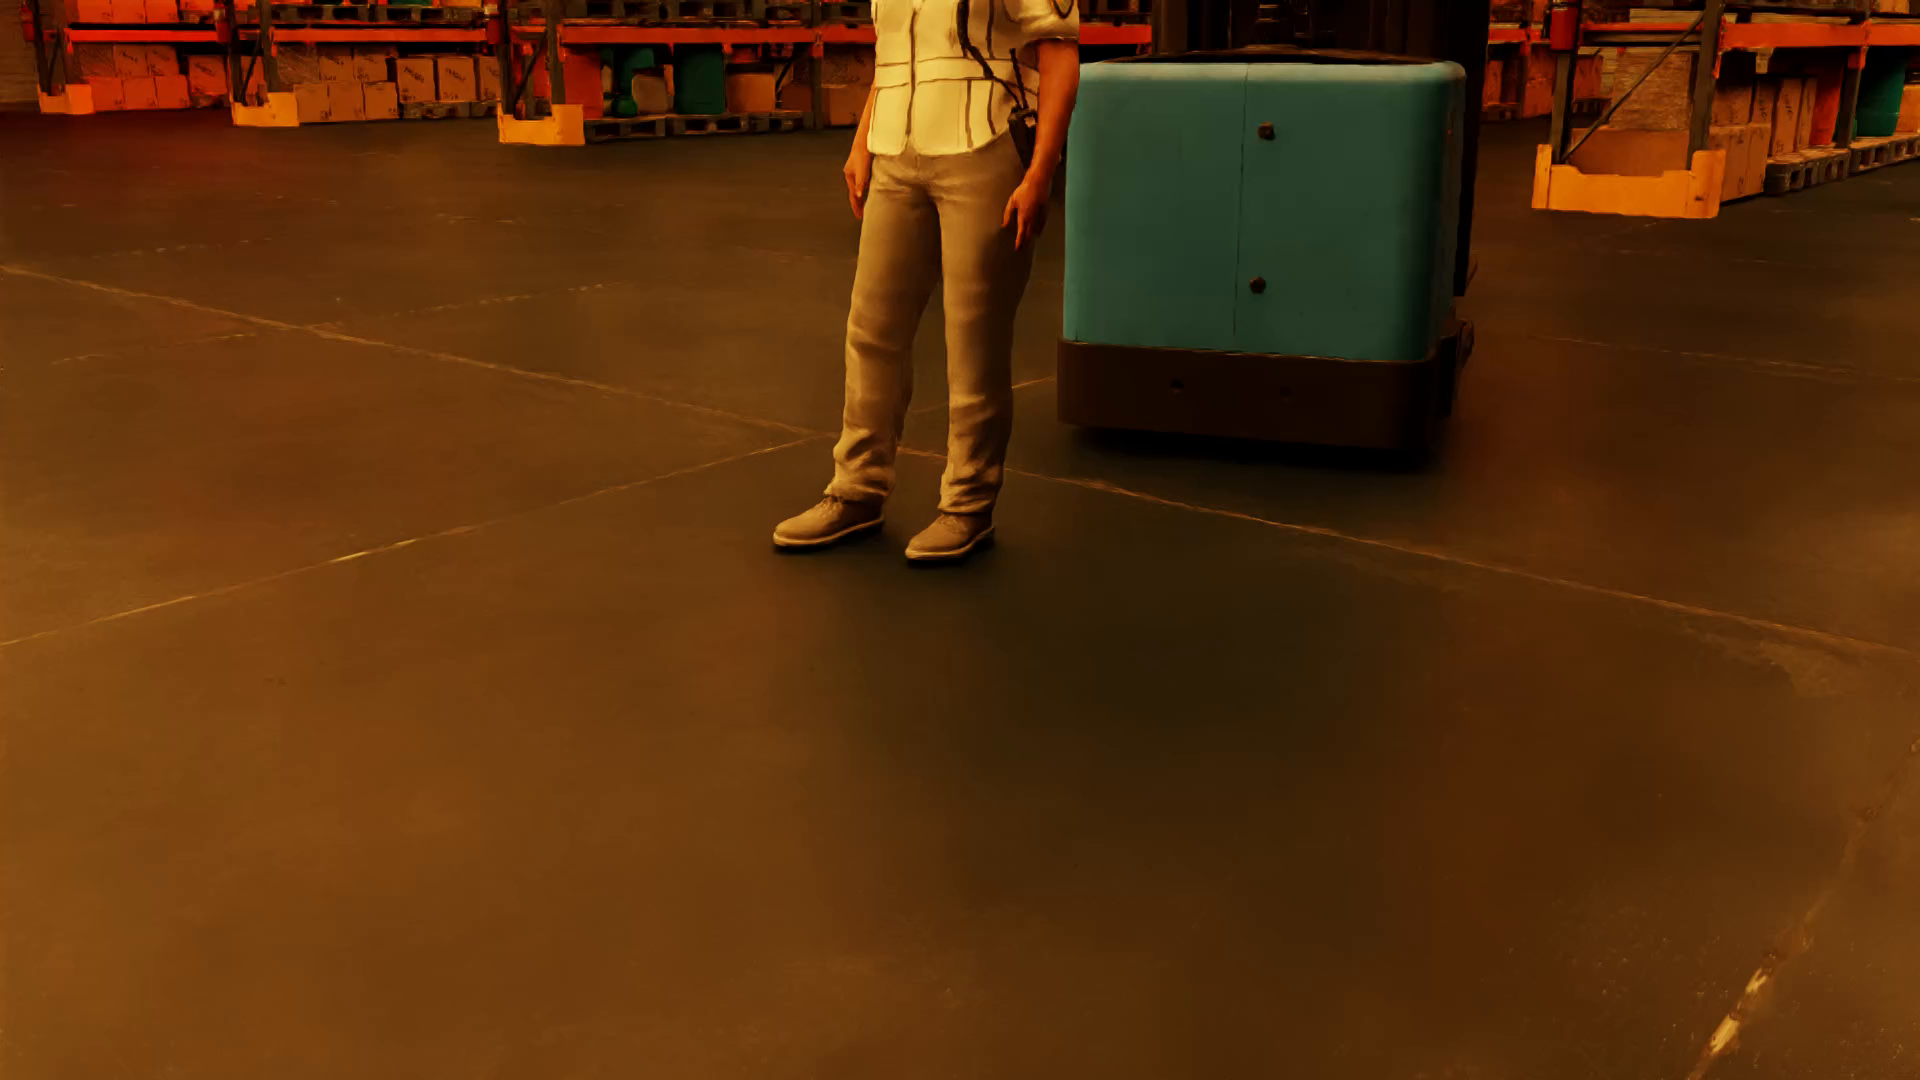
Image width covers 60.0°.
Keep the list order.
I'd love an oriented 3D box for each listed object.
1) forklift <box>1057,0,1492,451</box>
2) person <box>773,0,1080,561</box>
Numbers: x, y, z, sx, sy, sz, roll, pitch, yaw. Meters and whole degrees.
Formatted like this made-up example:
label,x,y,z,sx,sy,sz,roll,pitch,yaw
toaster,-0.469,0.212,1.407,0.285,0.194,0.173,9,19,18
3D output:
label,x,y,z,sx,sy,sz,roll,pitch,yaw
forklift,1.254,-2.034,5.596,1.130,2.935,3.031,6,18,19
person,-0.066,-0.792,3.655,0.598,1.669,0.529,13,21,37
